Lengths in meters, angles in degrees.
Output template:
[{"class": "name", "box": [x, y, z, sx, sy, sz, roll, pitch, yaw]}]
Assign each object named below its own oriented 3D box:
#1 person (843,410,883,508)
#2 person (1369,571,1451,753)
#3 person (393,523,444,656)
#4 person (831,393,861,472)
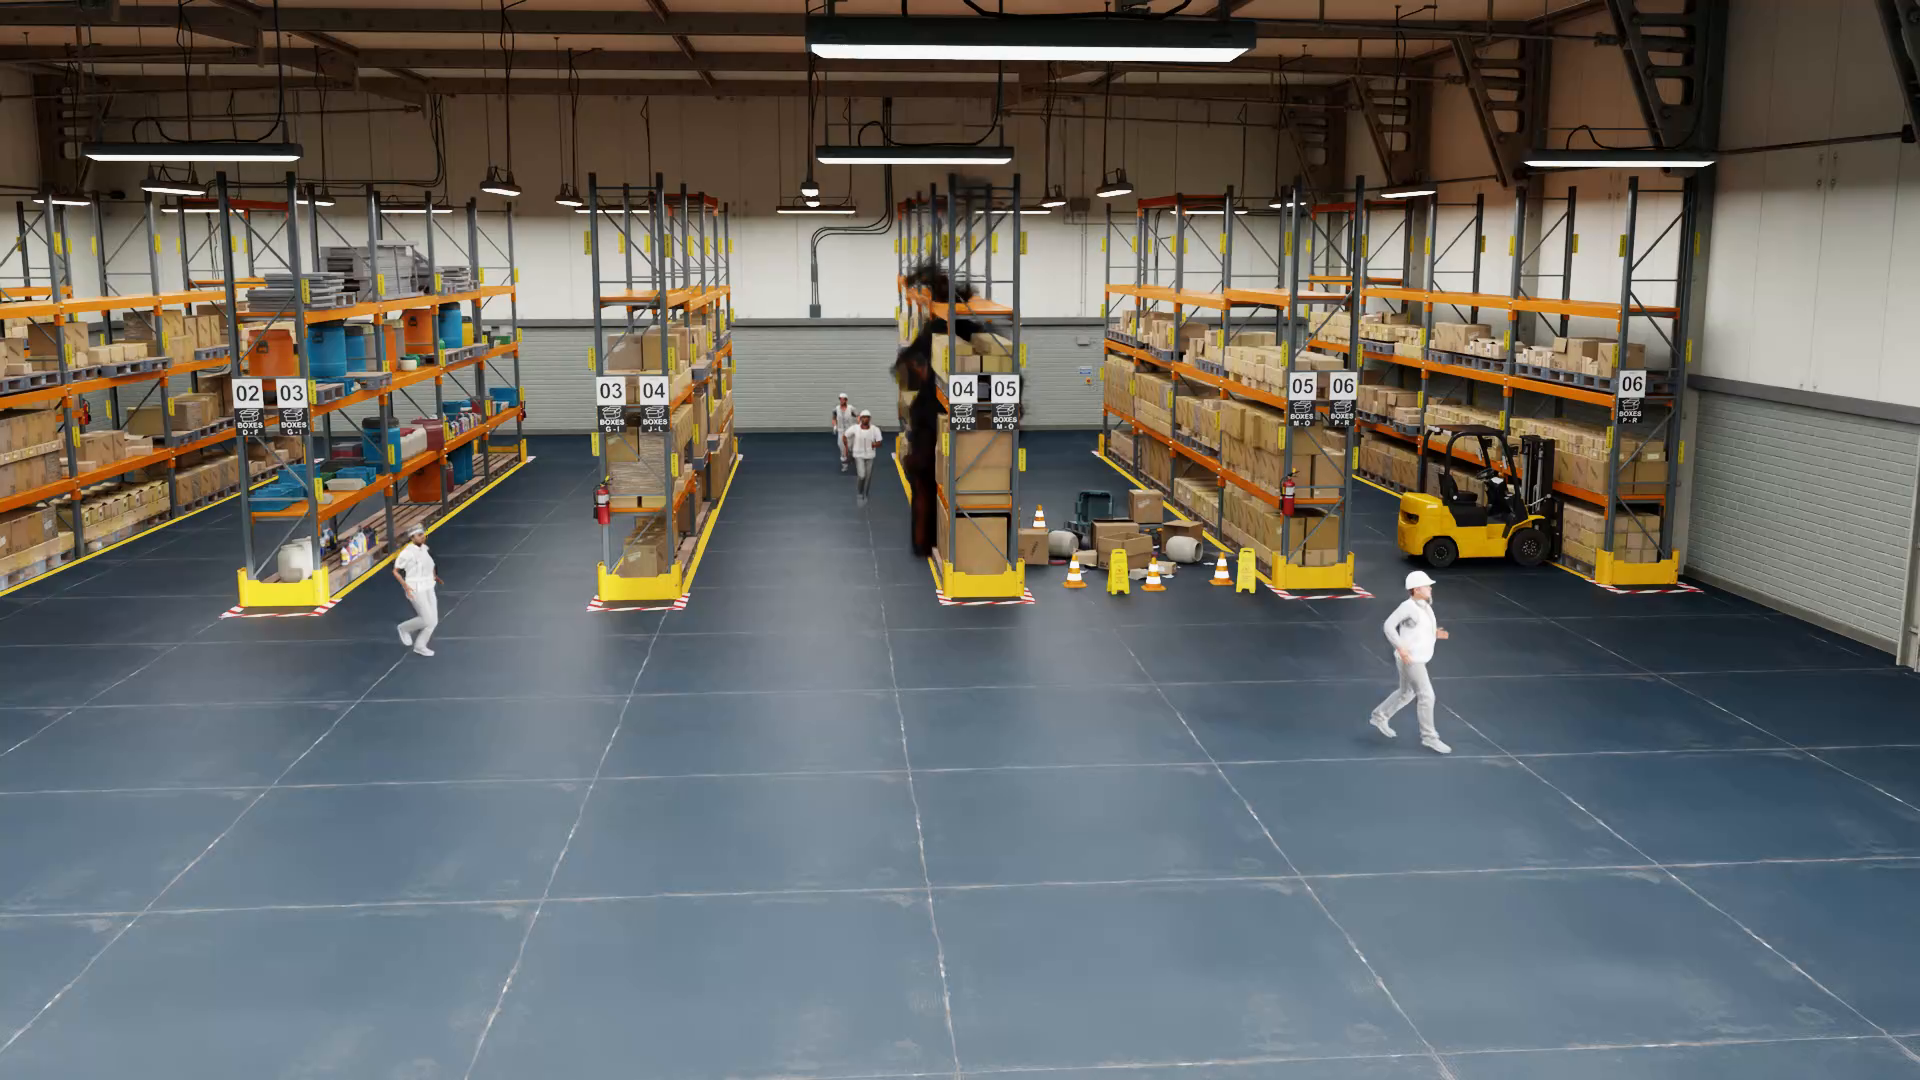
[{"class": "person", "box": [-1.747, -1.484, 30.467, 0.692, 1.802, 0.660, -3, 10, -17]}, {"class": "person", "box": [4.567, 1.191, 16.729, 0.878, 1.785, 0.656, 6, 12, 29]}, {"class": "person", "box": [-6.668, 0.611, 20.545, 0.563, 1.663, 0.584, 4, 11, 22]}, {"class": "person", "box": [-2.563, -2.433, 37.502, 0.669, 1.762, 0.667, 1, 10, 6]}]
